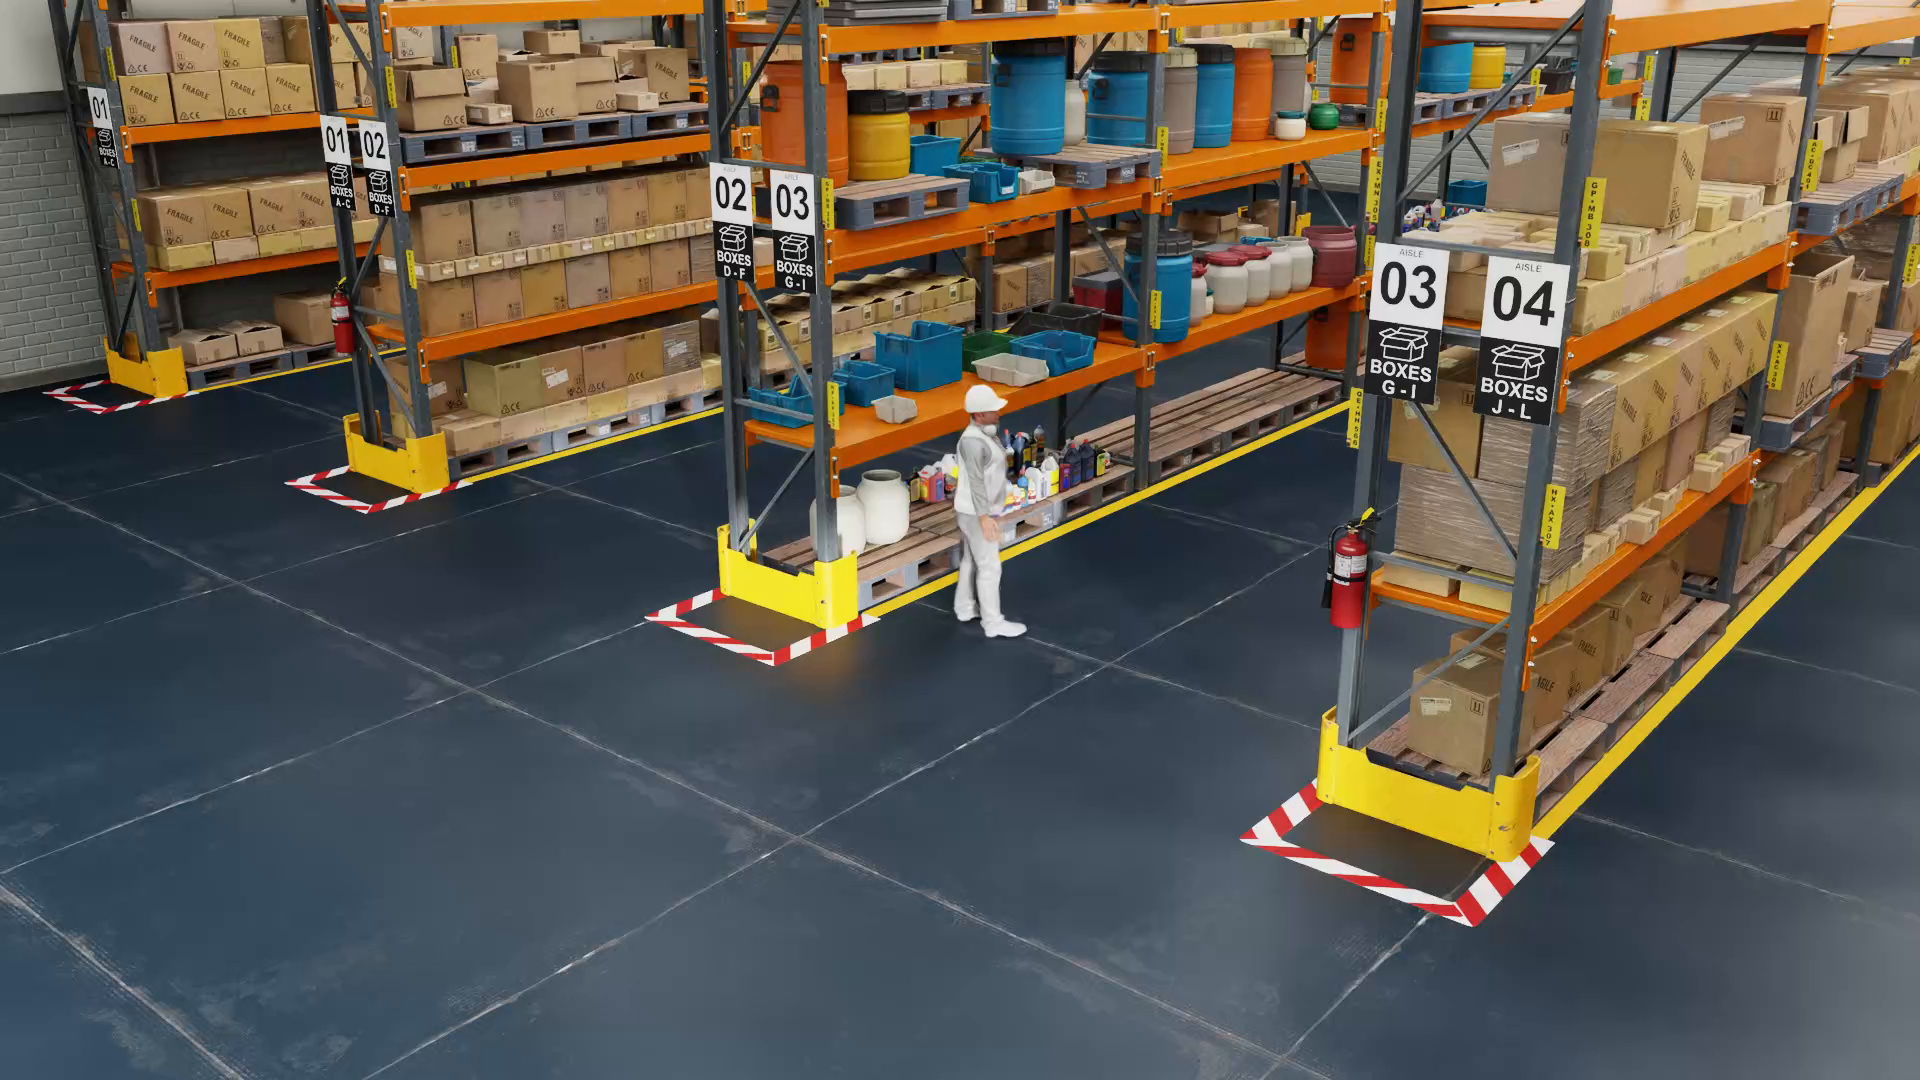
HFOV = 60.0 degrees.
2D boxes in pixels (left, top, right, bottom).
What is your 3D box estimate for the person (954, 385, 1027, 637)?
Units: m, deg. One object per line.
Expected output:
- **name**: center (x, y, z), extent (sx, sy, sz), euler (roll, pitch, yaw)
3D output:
- **person**: center (0.217, -0.212, 11.544), extent (0.546, 1.775, 0.611), euler (2, 20, 6)
